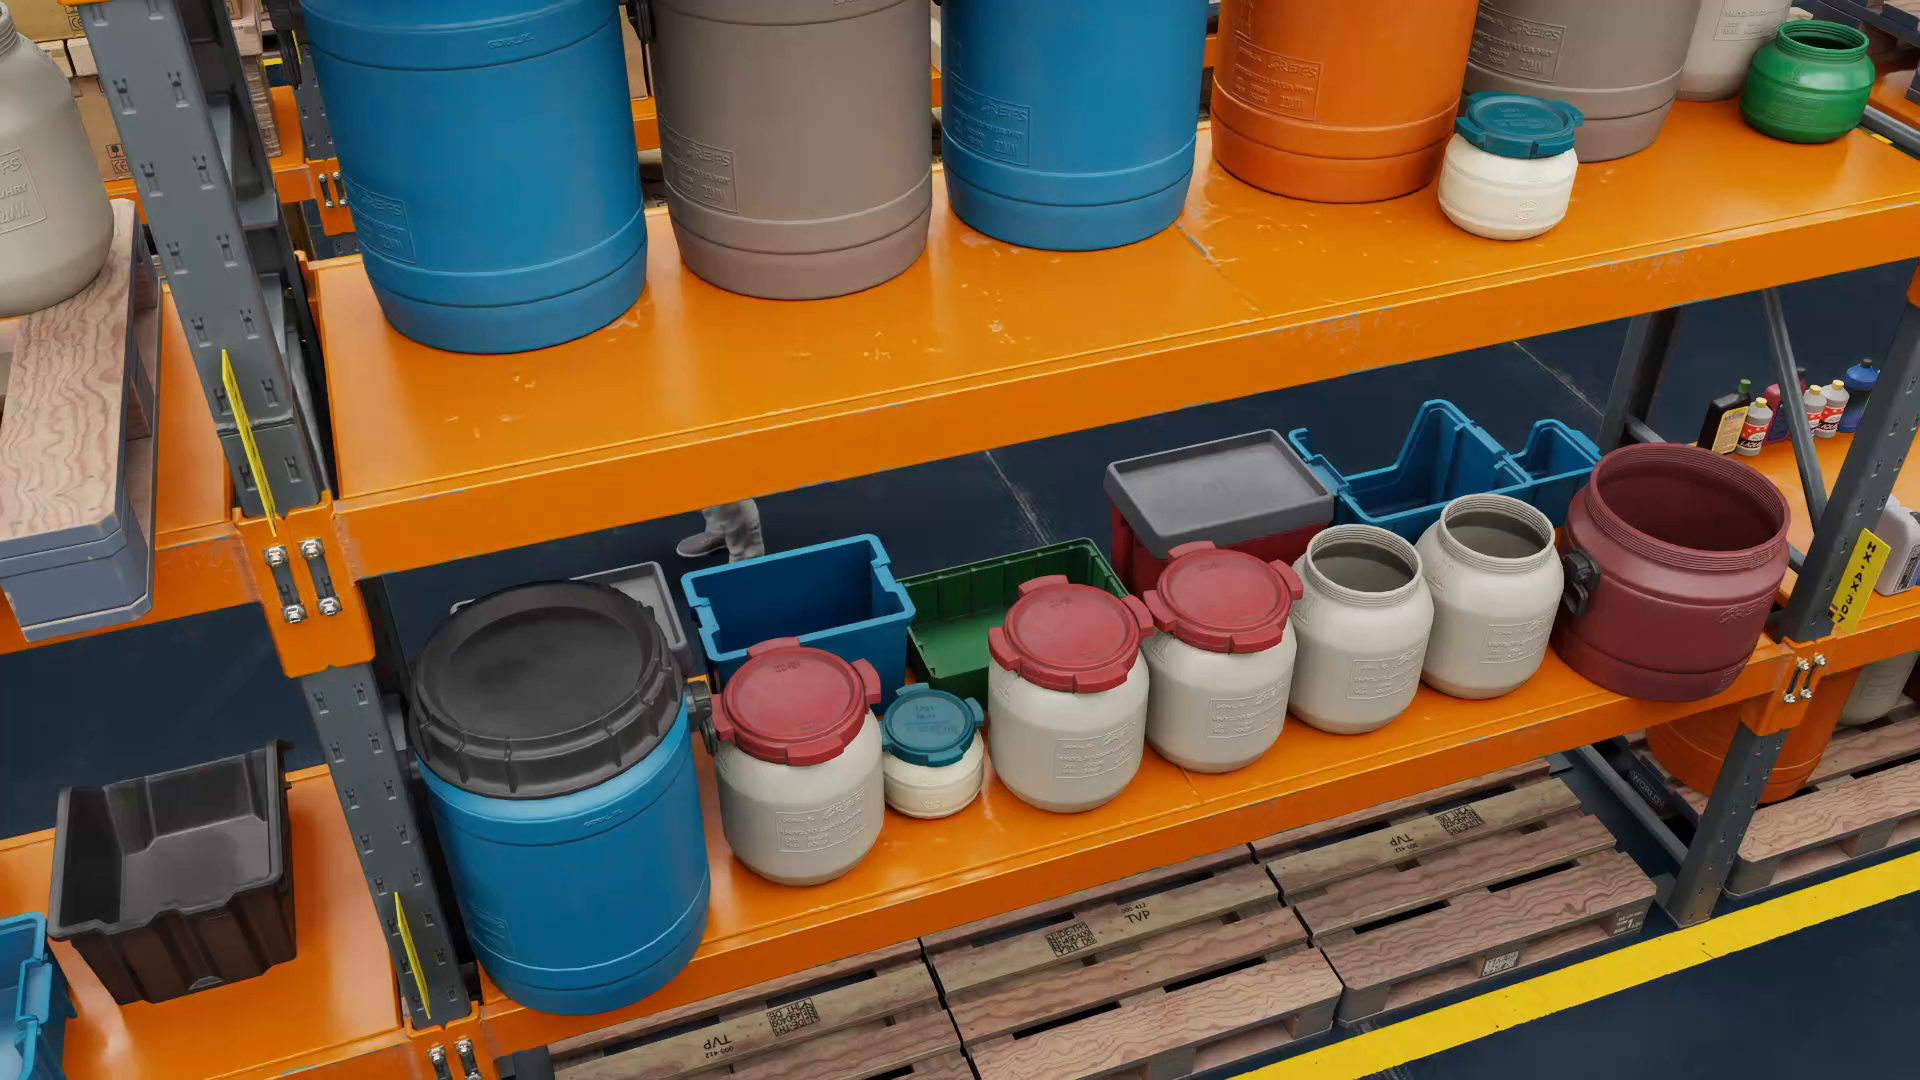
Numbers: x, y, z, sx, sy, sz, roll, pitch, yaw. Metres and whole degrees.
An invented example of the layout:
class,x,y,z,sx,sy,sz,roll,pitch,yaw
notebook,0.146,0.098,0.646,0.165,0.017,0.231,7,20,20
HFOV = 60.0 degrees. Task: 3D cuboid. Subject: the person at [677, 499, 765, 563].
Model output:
class,x,y,z,sx,sy,sz,roll,pitch,yaw
person,-1.056,-0.544,6.855,0.541,1.653,0.453,-13,40,-16
